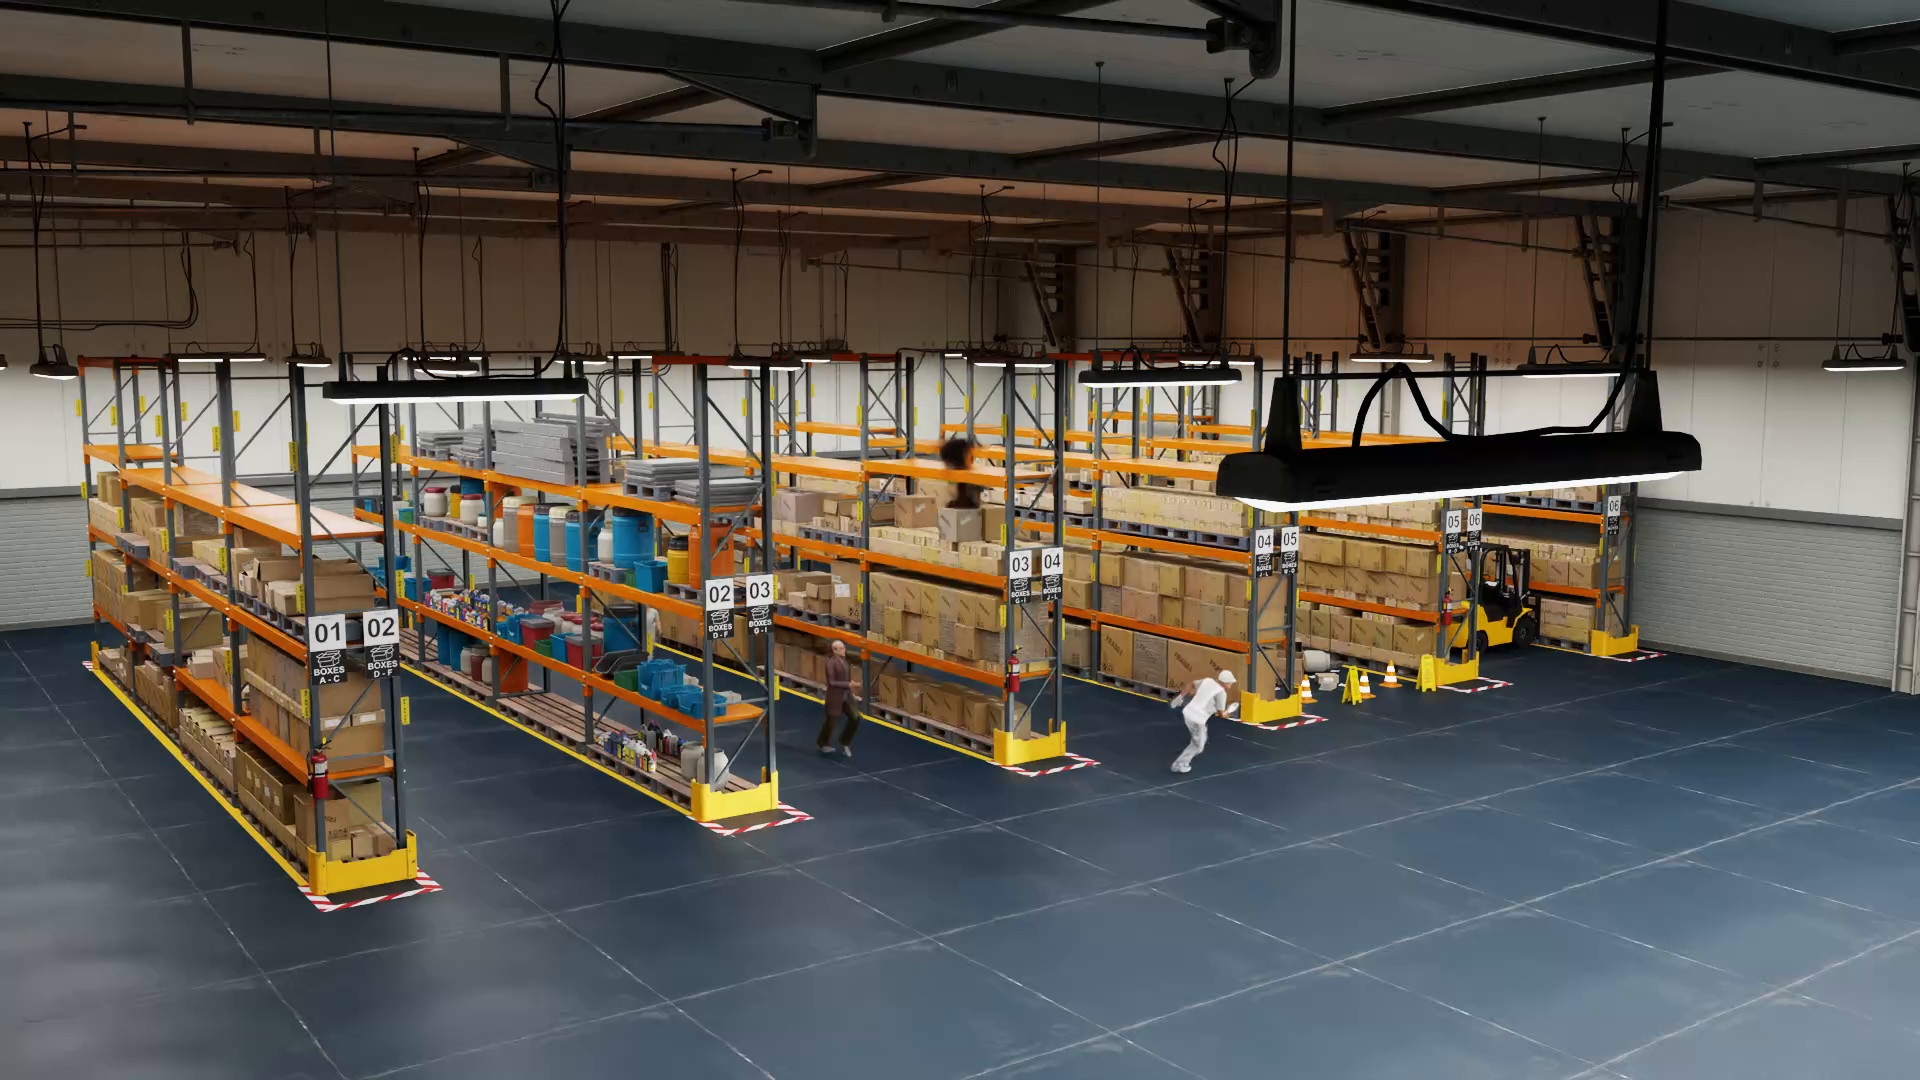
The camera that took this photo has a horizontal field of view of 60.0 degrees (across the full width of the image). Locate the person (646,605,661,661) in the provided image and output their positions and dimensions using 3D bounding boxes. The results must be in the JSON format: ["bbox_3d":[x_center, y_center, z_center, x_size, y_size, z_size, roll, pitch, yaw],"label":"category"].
[{"bbox_3d":[-5.730,1.819,30.480,0.571,1.648,0.634,-6,9,-40],"label":"person"}]

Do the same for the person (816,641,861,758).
[{"bbox_3d":[-1.826,2.415,25.139,0.883,1.810,0.658,5,9,35],"label":"person"}]

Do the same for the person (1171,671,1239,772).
[{"bbox_3d":[3.574,2.649,24.263,0.968,1.514,0.667,-2,7,-13],"label":"person"}]
